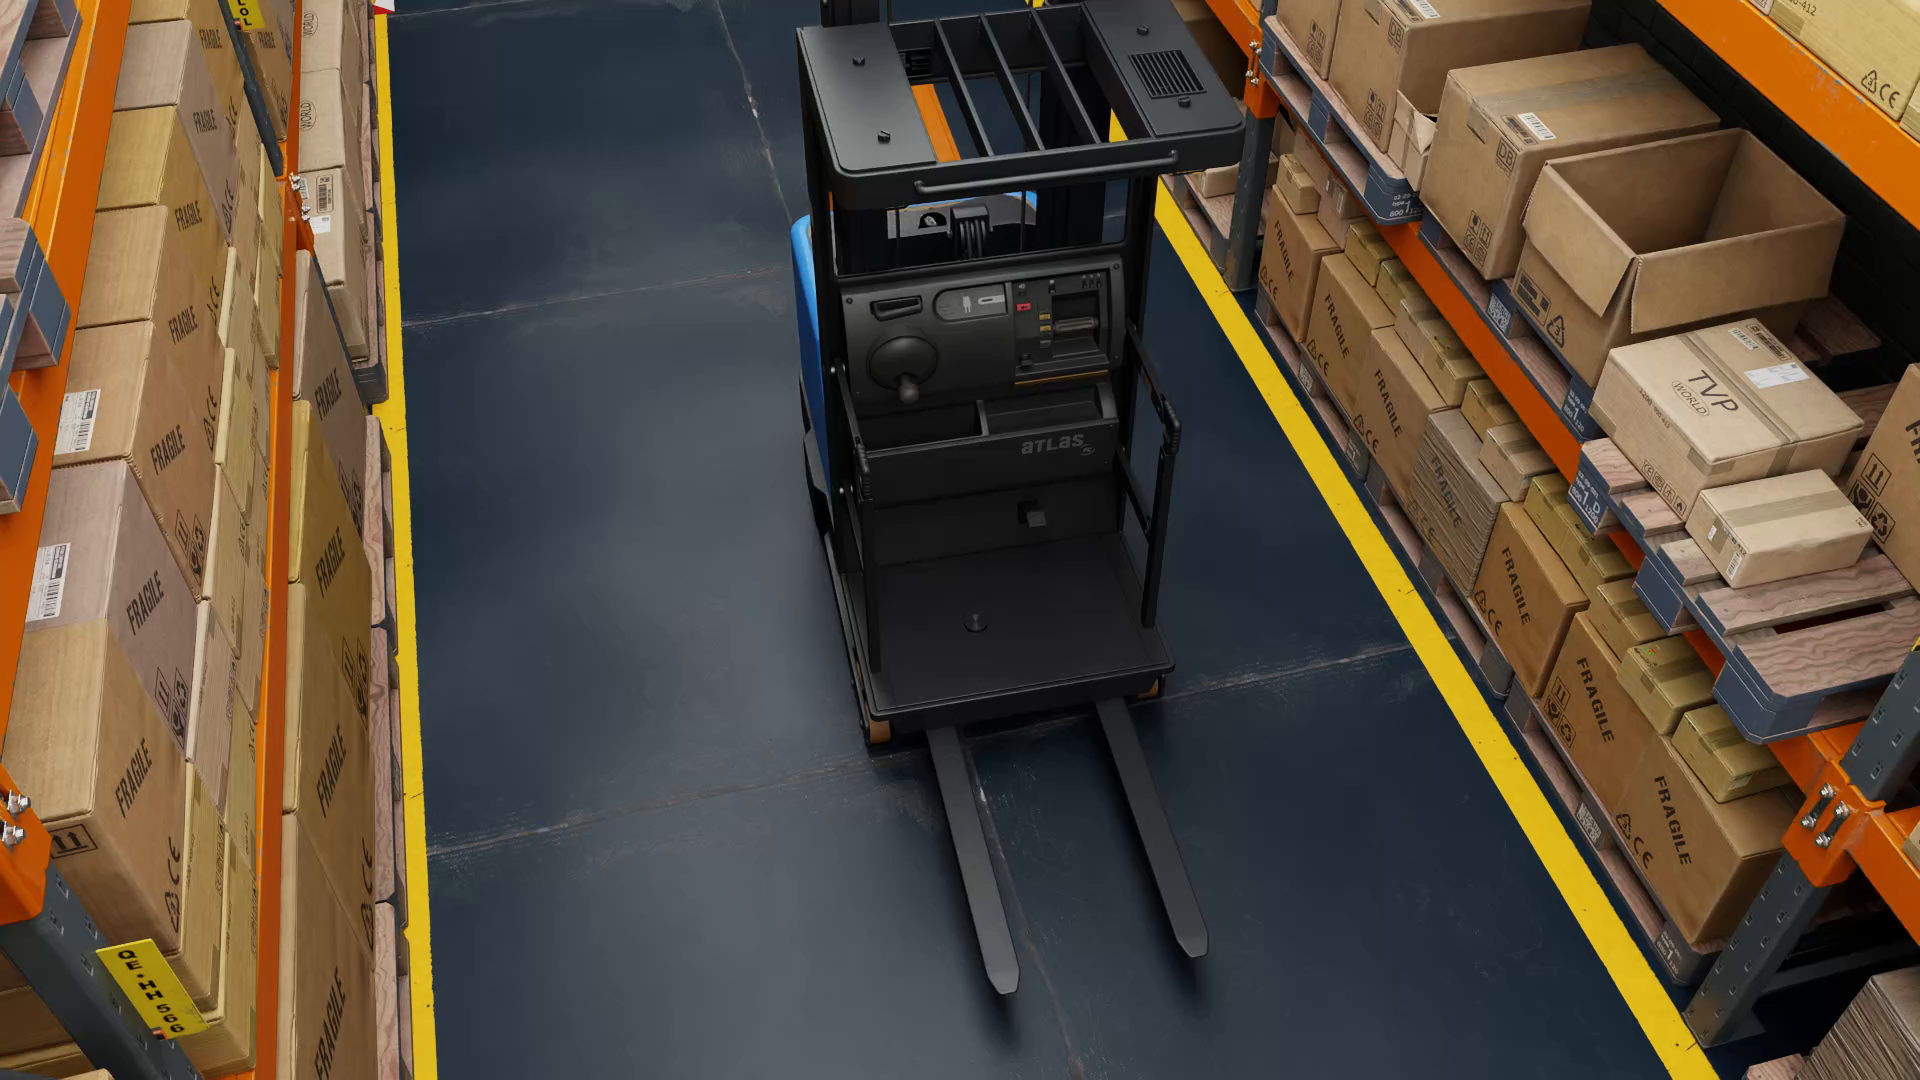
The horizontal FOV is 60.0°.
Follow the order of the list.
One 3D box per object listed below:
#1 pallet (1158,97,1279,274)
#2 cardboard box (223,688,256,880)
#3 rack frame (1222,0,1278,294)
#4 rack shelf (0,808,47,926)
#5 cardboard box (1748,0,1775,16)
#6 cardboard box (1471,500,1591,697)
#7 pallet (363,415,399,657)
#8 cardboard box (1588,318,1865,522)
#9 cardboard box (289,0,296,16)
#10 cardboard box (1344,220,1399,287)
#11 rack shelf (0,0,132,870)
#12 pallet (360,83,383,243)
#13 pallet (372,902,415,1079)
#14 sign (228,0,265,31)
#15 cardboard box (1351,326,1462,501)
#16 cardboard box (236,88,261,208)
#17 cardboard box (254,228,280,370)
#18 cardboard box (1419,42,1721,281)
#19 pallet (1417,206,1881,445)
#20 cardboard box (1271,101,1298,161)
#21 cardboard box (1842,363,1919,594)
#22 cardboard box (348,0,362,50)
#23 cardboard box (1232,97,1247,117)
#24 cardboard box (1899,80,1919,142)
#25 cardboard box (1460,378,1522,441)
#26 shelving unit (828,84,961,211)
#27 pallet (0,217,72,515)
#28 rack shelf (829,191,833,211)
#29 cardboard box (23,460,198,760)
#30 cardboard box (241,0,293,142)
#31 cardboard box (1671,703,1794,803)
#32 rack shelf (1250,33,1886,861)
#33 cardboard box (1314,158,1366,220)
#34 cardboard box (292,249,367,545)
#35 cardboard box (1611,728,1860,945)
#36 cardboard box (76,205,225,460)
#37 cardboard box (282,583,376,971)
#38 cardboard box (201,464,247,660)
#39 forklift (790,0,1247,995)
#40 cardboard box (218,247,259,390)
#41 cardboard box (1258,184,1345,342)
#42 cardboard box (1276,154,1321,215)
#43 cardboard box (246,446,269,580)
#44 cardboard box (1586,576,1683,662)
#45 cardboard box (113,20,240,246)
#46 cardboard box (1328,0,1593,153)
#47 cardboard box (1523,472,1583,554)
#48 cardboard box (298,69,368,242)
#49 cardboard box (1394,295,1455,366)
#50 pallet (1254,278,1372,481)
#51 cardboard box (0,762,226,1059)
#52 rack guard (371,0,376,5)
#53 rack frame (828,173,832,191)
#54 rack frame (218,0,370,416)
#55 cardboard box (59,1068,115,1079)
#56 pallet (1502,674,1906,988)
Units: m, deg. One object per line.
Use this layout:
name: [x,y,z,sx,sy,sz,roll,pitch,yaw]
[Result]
pallet: [1.584,-1.851,8.416,1.003,0.211,1.213,-11,47,-10]
cardboard box: [-2.045,0.637,4.131,0.500,0.250,0.500,-12,47,-11]
rack frame: [1.759,-2.353,6.955,1.000,3.000,0.127,-11,47,-10]
rack shelf: [-1.502,1.902,1.189,1.077,0.370,4.000,-11,47,-10]
cardboard box: [2.159,-1.591,4.213,0.500,0.250,0.500,-11,47,-10]
cardboard box: [2.212,0.176,5.933,0.500,0.500,0.500,-9,46,-9]
pallet: [-2.768,0.052,6.551,1.003,0.211,1.213,-11,47,-10]
cardboard box: [2.200,-0.355,4.808,0.500,0.250,0.500,-13,47,-12]
cardboard box: [-3.151,-2.542,7.071,0.500,0.500,0.500,-10,47,-10]
cardboard box: [1.816,-1.203,6.831,0.380,0.149,0.250,-13,47,-12]
rack shelf: [-2.526,-0.860,3.896,1.077,0.370,4.000,-11,47,-10]
pallet: [-3.473,-1.850,8.415,1.003,0.211,1.213,-11,47,-10]
pallet: [-2.143,1.737,4.900,1.003,0.211,1.213,-11,47,-10]
sign: [-2.516,-1.926,5.782,0.100,0.325,0.005,-11,47,-10]
cardboard box: [1.935,-0.538,6.634,0.500,0.500,0.500,-12,47,-11]
cardboard box: [-2.690,-1.305,5.684,0.500,0.250,0.500,-11,47,-10]
cardboard box: [-2.551,-0.775,5.514,0.500,0.250,0.500,-11,47,-11]
cardboard box: [2.000,-1.260,5.521,0.700,0.500,0.500,-11,47,-11]
pallet: [2.281,-0.866,5.632,1.003,0.211,1.213,-11,47,-10]
cardboard box: [1.818,-2.058,8.255,0.500,0.311,0.500,-9,46,-9]
cardboard box: [2.802,-0.157,4.439,0.500,0.500,0.500,-9,46,-8]
cardboard box: [-3.797,-3.017,9.106,0.875,0.438,0.875,-12,47,-12]
cardboard box: [1.241,-2.120,8.348,0.396,0.266,0.258,-9,46,-9]
cardboard box: [2.417,-0.898,3.535,0.500,0.250,0.500,-12,47,-12]
cardboard box: [2.086,-0.484,6.126,0.380,0.149,0.250,-11,47,-10]
shelving unit: [-0.283,-1.408,7.343,0.538,1.125,1.048,-9,46,-8]
pallet: [-2.230,-0.099,2.779,1.213,0.211,1.003,-9,46,-8]
rack shelf: [-0.283,-1.237,7.517,0.538,0.278,1.000,-9,46,-8]
cardboard box: [-2.041,0.208,3.676,0.500,0.500,0.500,-11,47,-10]
cardboard box: [-2.905,-1.849,6.392,0.500,0.500,0.500,-9,46,-9]
cardboard box: [2.412,0.615,5.049,0.380,0.149,0.250,-13,47,-12]
rack shelf: [2.271,-0.720,5.859,1.077,0.370,4.000,-11,47,-10]
cardboard box: [1.706,-1.489,6.903,0.380,0.149,0.250,-13,47,-12]
cardboard box: [-2.802,-0.432,6.267,0.875,0.875,0.875,-9,46,-9]
cardboard box: [2.467,0.884,5.239,0.500,0.500,0.500,-9,46,-9]
cardboard box: [-2.284,-0.501,4.370,0.500,0.500,0.500,-10,46,-10]
cardboard box: [-2.335,0.807,5.052,0.875,0.875,0.875,-10,46,-10]
cardboard box: [-2.152,0.098,4.308,0.500,0.250,0.500,-11,47,-10]
forklift: [0.130,-0.588,5.274,1.130,2.935,3.031,-9,46,-8]
cardboard box: [-2.417,-0.605,4.997,0.500,0.250,0.500,-10,46,-9]
cardboard box: [1.665,-1.250,7.331,0.500,0.500,0.500,-9,46,-9]
cardboard box: [1.594,-1.555,7.176,0.380,0.149,0.250,-9,46,-8]
cardboard box: [-2.303,-0.067,4.820,0.500,0.250,0.500,-11,47,-10]
cardboard box: [2.287,0.243,5.414,0.380,0.149,0.250,-12,47,-12]
cardboard box: [-2.542,-1.209,5.065,0.500,0.500,0.500,-10,46,-10]
cardboard box: [1.799,-1.802,6.052,0.700,0.500,0.500,-10,46,-10]
cardboard box: [2.199,-0.120,5.769,0.380,0.149,0.250,-11,47,-11]
cardboard box: [-3.325,-1.764,7.878,0.875,0.438,0.875,-12,47,-11]
cardboard box: [1.927,-0.837,6.472,0.380,0.149,0.250,-11,47,-10]
pallet: [2.004,-0.822,7.408,1.003,0.211,1.213,-11,47,-10]
cardboard box: [-1.905,0.802,3.619,0.500,0.250,0.500,-11,47,-11]
rack guard: [-4.068,-3.346,9.679,1.175,0.500,0.348,-11,47,-10]
rack frame: [-0.388,-1.764,7.691,0.500,1.125,0.032,-9,46,-8]
rack frame: [-3.038,-1.442,6.063,1.000,3.000,0.127,-11,47,-10]
cardboard box: [-1.629,1.296,2.807,0.500,0.500,0.500,-12,47,-11]
pallet: [2.628,0.863,5.757,1.003,0.211,1.213,-11,47,-10]
